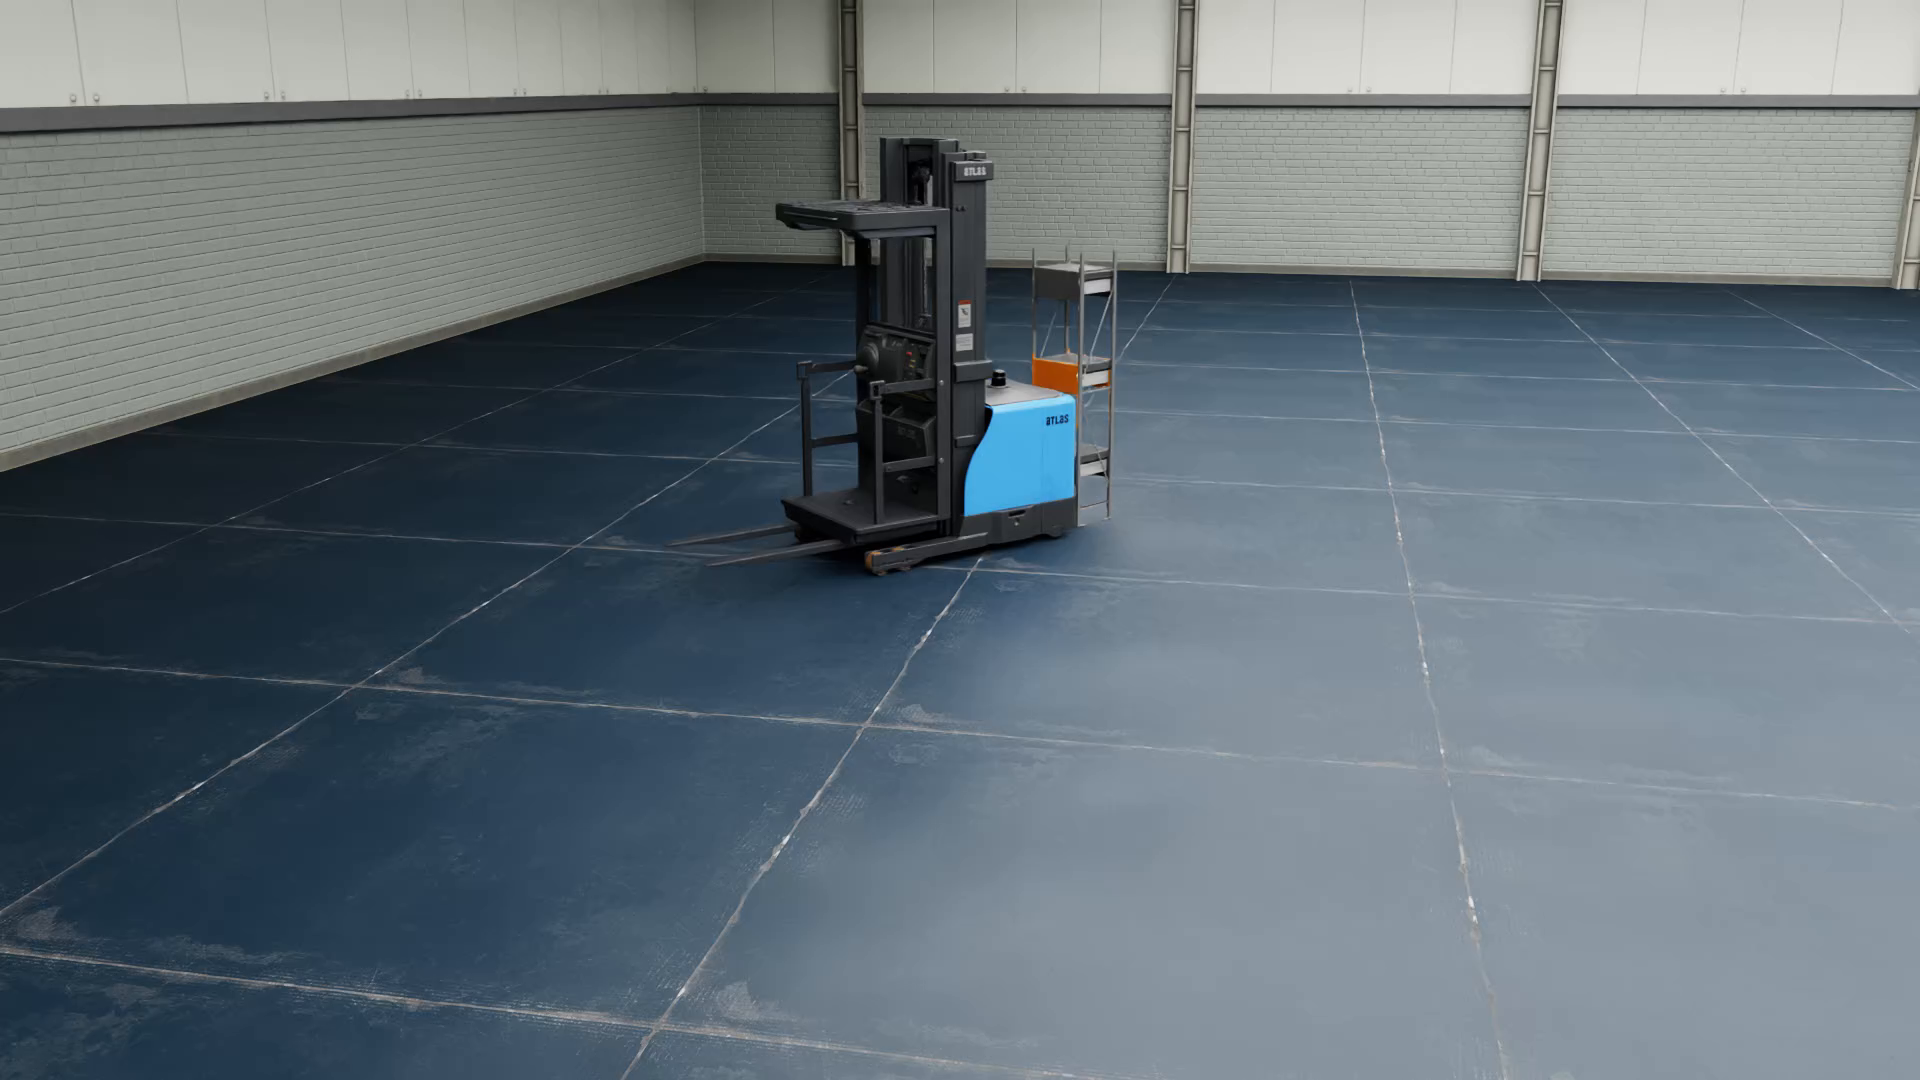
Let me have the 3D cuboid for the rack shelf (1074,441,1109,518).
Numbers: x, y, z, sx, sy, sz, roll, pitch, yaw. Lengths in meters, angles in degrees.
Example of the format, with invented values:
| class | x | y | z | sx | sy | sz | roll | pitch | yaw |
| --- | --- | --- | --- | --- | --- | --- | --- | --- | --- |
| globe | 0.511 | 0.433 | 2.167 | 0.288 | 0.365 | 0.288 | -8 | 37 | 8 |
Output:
| class | x | y | z | sx | sy | sz | roll | pitch | yaw |
| --- | --- | --- | --- | --- | --- | --- | --- | --- | --- |
| rack shelf | 0.873 | -0.503 | 13.047 | 0.431 | 0.518 | 0.480 | -14 | 21 | -41 |

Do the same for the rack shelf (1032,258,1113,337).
| class | x | y | z | sx | sy | sz | roll | pitch | yaw |
| --- | --- | --- | --- | --- | --- | --- | --- | --- | --- |
| rack shelf | 0.870 | -1.852 | 12.670 | 0.431 | 0.518 | 0.480 | -14 | 21 | -41 |

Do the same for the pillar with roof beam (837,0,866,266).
| class | x | y | z | sx | sy | sz | roll | pitch | yaw |
| --- | --- | --- | --- | --- | --- | --- | --- | --- | --- |
| pillar with roof beam | -2.824 | -8.338 | 25.737 | 0.400 | 9.000 | 9.100 | 3 | 16 | 11 |

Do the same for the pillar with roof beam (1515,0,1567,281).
| class | x | y | z | sx | sy | sz | roll | pitch | yaw |
| --- | --- | --- | --- | --- | --- | --- | --- | --- | --- |
| pillar with roof beam | 8.936 | -7.700 | 23.432 | 0.400 | 9.000 | 9.100 | 3 | 16 | 11 |

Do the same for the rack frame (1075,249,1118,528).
| class | x | y | z | sx | sy | sz | roll | pitch | yaw |
| --- | --- | --- | --- | --- | --- | --- | --- | --- | --- |
| rack frame | 1.040 | -1.144 | 12.684 | 0.400 | 2.100 | 0.015 | -14 | 21 | -41 |

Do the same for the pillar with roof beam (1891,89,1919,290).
| class | x | y | z | sx | sy | sz | roll | pitch | yaw |
| --- | --- | --- | --- | --- | --- | --- | --- | --- | --- |
| pillar with roof beam | 14.815 | -7.381 | 22.280 | 0.400 | 9.000 | 9.100 | 3 | 16 | 11 |

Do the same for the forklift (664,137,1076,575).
| class | x | y | z | sx | sy | sz | roll | pitch | yaw |
| --- | --- | --- | --- | --- | --- | --- | --- | --- | --- |
| forklift | -0.629 | -1.327 | 11.793 | 3.031 | 2.935 | 1.130 | -10 | 19 | -33 |

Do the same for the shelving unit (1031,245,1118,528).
| class | x | y | z | sx | sy | sz | roll | pitch | yaw |
| --- | --- | --- | --- | --- | --- | --- | --- | --- | --- |
| shelving unit | 0.872 | -1.191 | 12.855 | 0.431 | 2.100 | 0.503 | -14 | 21 | -41 |

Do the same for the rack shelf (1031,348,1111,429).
| class | x | y | z | sx | sy | sz | roll | pitch | yaw |
| --- | --- | --- | --- | --- | --- | --- | --- | --- | --- |
| rack shelf | 0.872 | -1.178 | 12.858 | 0.431 | 0.518 | 0.480 | -14 | 21 | -41 |

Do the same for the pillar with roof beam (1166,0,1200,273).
| class | x | y | z | sx | sy | sz | roll | pitch | yaw |
| --- | --- | --- | --- | --- | --- | --- | --- | --- | --- |
| pillar with roof beam | 3.056 | -8.019 | 24.585 | 0.400 | 9.000 | 9.100 | 3 | 16 | 11 |

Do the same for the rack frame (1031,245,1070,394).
| class | x | y | z | sx | sy | sz | roll | pitch | yaw |
| --- | --- | --- | --- | --- | --- | --- | --- | --- | --- |
| rack frame | 0.704 | -1.238 | 13.025 | 0.400 | 2.100 | 0.015 | -14 | 21 | -41 |
